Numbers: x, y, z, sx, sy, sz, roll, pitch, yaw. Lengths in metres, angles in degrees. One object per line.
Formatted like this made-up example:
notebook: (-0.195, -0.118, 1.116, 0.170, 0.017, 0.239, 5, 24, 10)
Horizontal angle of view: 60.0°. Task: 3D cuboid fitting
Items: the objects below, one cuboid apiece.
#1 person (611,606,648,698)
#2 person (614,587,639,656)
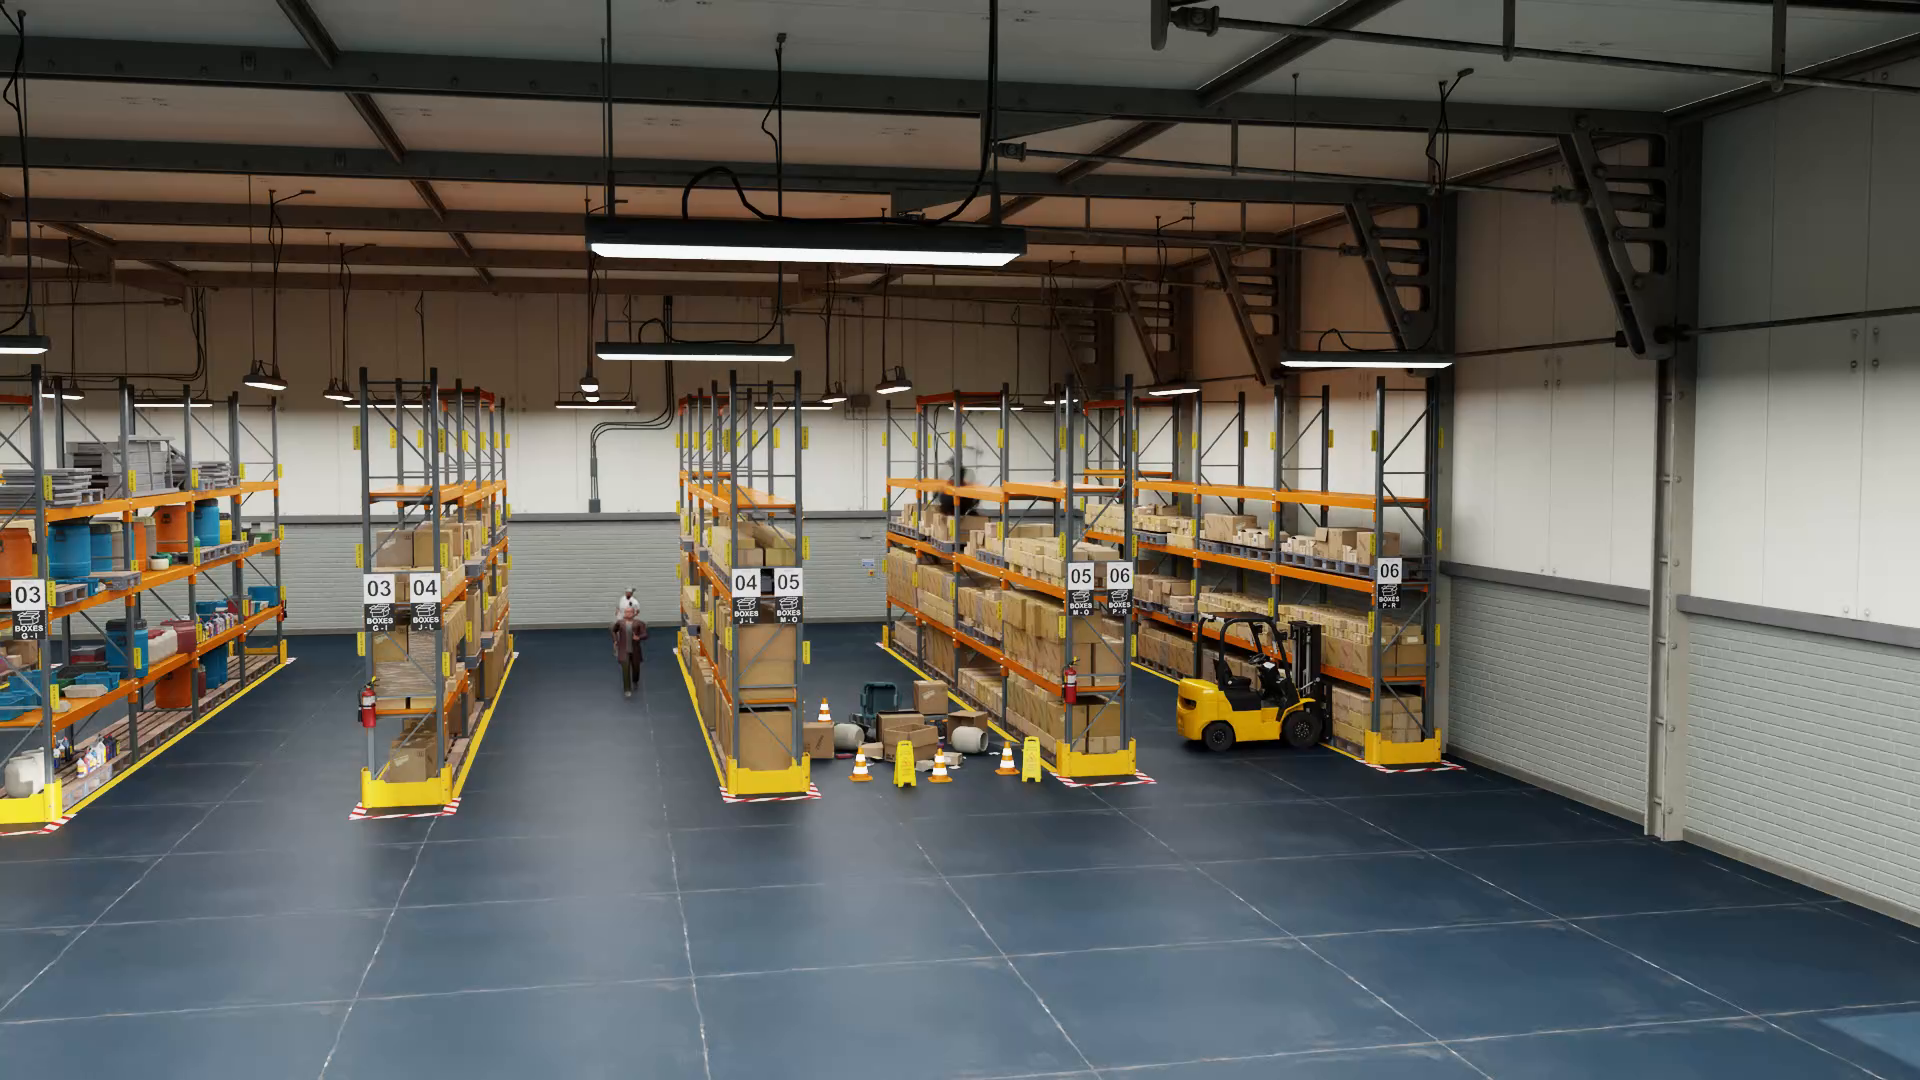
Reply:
person: (-6.479, 2.176, 32.595, 0.718, 1.753, 0.993, -1, 3, -10)
person: (-7.801, 1.892, 39.021, 0.601, 1.638, 0.609, 1, 4, 16)
